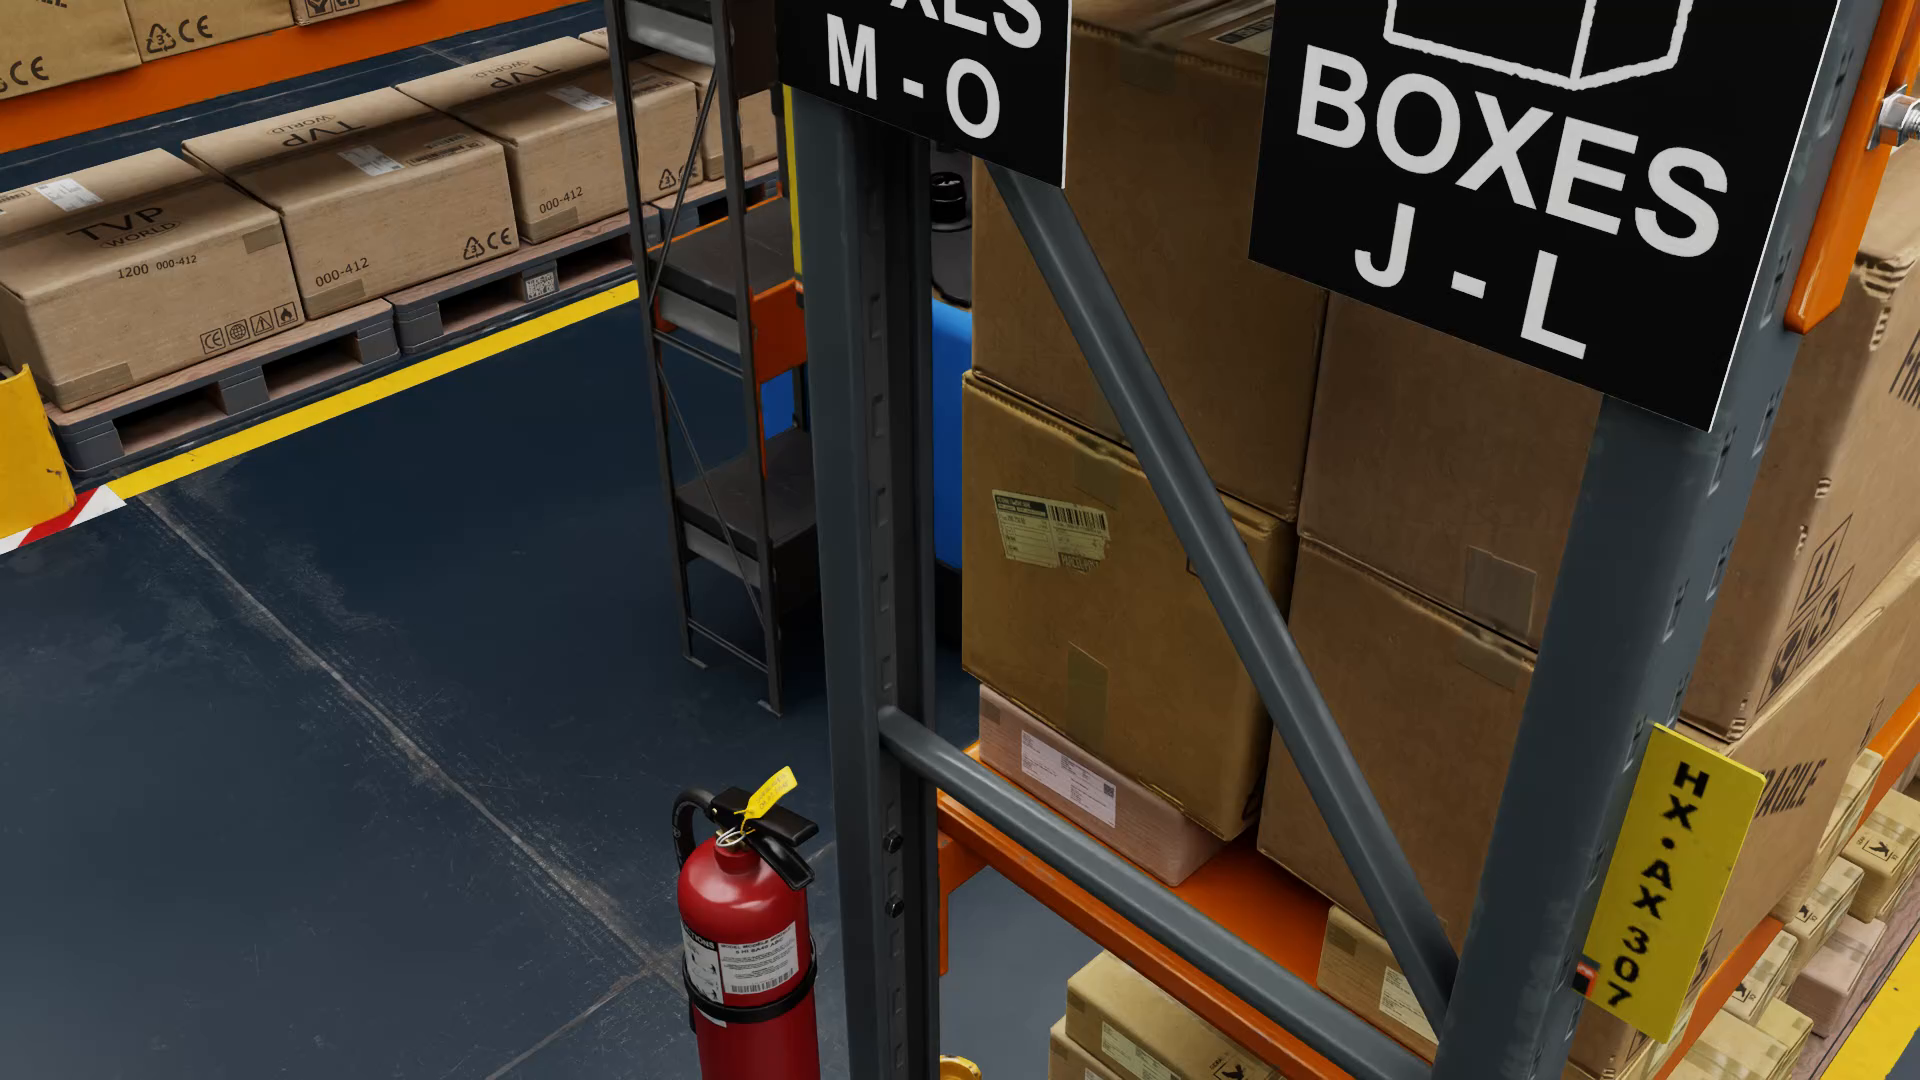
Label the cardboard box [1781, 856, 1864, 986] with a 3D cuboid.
[{"bbox_3d":[1.523,0.662,3.283,0.250,0.149,0.380,-28,44,-34],"label":"cardboard box"}]

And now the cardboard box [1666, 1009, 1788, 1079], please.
[{"bbox_3d":[1.205,0.905,2.935,0.380,0.149,0.250,29,44,35],"label":"cardboard box"}]

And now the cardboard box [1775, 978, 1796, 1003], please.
[{"bbox_3d":[1.480,0.908,3.451,0.380,0.149,0.250,30,45,35],"label":"cardboard box"}]

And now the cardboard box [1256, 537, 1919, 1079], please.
[{"bbox_3d":[0.730,0.205,1.987,0.500,0.500,0.500,-28,43,-34],"label":"cardboard box"}]

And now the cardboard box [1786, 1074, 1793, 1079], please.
[{"bbox_3d":[1.368,1.050,3.248,0.250,0.149,0.380,-29,44,-35],"label":"cardboard box"}]

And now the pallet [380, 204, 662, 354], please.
[{"bbox_3d":[-1.999,-1.220,6.816,1.003,0.211,1.213,30,45,35],"label":"pallet"}]

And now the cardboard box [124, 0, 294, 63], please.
[{"bbox_3d":[-2.488,-1.852,5.196,0.500,0.500,0.500,29,44,35],"label":"cardboard box"}]

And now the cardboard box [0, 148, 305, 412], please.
[{"bbox_3d":[-2.972,-0.945,5.855,0.875,0.438,0.875,28,44,34],"label":"cardboard box"}]

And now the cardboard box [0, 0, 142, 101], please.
[{"bbox_3d":[-2.824,-1.635,4.885,0.500,0.500,0.500,29,44,35],"label":"cardboard box"}]

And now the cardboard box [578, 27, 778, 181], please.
[{"bbox_3d":[-1.067,-2.049,7.438,0.875,0.438,0.875,29,44,35],"label":"cardboard box"}]

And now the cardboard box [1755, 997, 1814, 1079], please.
[{"bbox_3d":[1.369,0.921,3.173,0.250,0.149,0.380,-28,44,-34],"label":"cardboard box"}]

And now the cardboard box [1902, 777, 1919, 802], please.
[{"bbox_3d":[2.066,0.451,3.846,0.380,0.149,0.250,27,43,33],"label":"cardboard box"}]

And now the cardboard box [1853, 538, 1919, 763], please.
[{"bbox_3d":[1.089,-0.023,2.313,0.500,0.500,0.500,30,45,35],"label":"cardboard box"}]

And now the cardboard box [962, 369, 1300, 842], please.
[{"bbox_3d":[0.352,-0.010,2.295,0.500,0.500,0.500,-29,44,-35],"label":"cardboard box"}]

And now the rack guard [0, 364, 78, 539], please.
[{"bbox_3d":[-3.383,-0.480,5.502,1.175,0.500,0.348,30,45,35],"label":"rack guard"}]

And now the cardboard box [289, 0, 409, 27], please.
[{"bbox_3d":[-2.117,-2.051,5.482,0.500,0.500,0.500,29,44,35],"label":"cardboard box"}]

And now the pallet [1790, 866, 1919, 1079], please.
[{"bbox_3d":[1.728,0.743,4.000,1.003,0.211,1.213,30,45,35],"label":"pallet"}]

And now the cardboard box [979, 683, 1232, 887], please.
[{"bbox_3d":[0.247,0.295,2.424,0.380,0.149,0.250,30,45,35],"label":"cardboard box"}]

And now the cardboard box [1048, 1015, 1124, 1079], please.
[{"bbox_3d":[0.387,0.984,3.081,0.380,0.149,0.250,28,44,34],"label":"cardboard box"}]

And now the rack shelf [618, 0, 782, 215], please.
[{"bbox_3d":[-0.476,-1.117,3.817,0.431,0.518,0.480,27,43,33],"label":"rack shelf"}]

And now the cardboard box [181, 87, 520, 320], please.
[{"bbox_3d":[-2.333,-1.320,6.393,0.875,0.438,0.875,-29,44,-34],"label":"cardboard box"}]

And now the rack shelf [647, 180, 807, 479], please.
[{"bbox_3d":[-0.476,-0.543,4.217,0.431,0.518,0.480,27,43,33],"label":"rack shelf"}]

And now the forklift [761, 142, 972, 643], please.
[{"bbox_3d":[0.699,-1.655,5.061,1.130,2.935,3.031,27,43,33],"label":"forklift"}]

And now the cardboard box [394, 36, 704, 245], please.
[{"bbox_3d":[-1.697,-1.685,6.917,0.875,0.438,0.875,28,44,34],"label":"cardboard box"}]

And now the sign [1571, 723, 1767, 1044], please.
[{"bbox_3d":[0.603,0.302,1.438,0.100,0.325,0.005,30,45,35],"label":"sign"}]

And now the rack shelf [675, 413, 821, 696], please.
[{"bbox_3d":[-0.476,0.031,4.618,0.431,0.518,0.480,27,43,33],"label":"rack shelf"}]

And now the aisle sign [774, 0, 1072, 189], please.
[{"bbox_3d":[-0.047,-0.719,1.386,0.394,0.787,0.004,30,45,35],"label":"aisle sign"}]

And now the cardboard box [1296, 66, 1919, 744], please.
[{"bbox_3d":[0.722,-0.210,1.707,0.500,0.500,0.500,29,44,35],"label":"cardboard box"}]

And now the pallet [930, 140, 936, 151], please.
[{"bbox_3d":[-0.058,-2.339,8.419,1.003,0.211,1.213,30,45,35],"label":"pallet"}]

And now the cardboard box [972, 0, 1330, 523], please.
[{"bbox_3d":[0.363,-0.420,2.009,0.500,0.500,0.500,29,44,34],"label":"cardboard box"}]

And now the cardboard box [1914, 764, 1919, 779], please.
[{"bbox_3d":[2.103,0.376,3.693,0.380,0.149,0.250,28,44,34],"label":"cardboard box"}]

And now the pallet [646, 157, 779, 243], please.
[{"bbox_3d":[-1.139,-1.718,7.529,1.003,0.211,1.213,30,45,35],"label":"pallet"}]

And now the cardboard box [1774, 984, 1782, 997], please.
[{"bbox_3d":[1.489,0.775,3.382,0.380,0.149,0.250,27,43,33],"label":"cardboard box"}]

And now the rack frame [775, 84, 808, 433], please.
[{"bbox_3d":[-0.315,-0.659,4.359,0.400,2.100,0.015,27,43,33],"label":"rack frame"}]

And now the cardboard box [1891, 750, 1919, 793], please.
[{"bbox_3d":[1.850,0.433,3.612,0.380,0.149,0.250,30,45,35],"label":"cardboard box"}]

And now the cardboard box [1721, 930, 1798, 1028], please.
[{"bbox_3d":[1.321,0.771,3.127,0.380,0.149,0.250,27,43,33],"label":"cardboard box"}]

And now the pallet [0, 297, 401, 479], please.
[{"bbox_3d":[-2.859,-0.728,6.109,1.003,0.211,1.213,30,45,35],"label":"pallet"}]

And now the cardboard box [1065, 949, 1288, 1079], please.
[{"bbox_3d":[0.411,0.875,2.979,0.250,0.149,0.380,-29,44,-35],"label":"cardboard box"}]

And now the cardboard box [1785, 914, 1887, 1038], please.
[{"bbox_3d":[1.718,0.842,3.546,0.380,0.149,0.250,27,43,33],"label":"cardboard box"}]

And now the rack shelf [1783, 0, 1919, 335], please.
[{"bbox_3d":[1.627,-1.308,2.511,1.077,0.370,4.000,30,45,35],"label":"rack shelf"}]

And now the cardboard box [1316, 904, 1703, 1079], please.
[{"bbox_3d":[0.678,0.542,2.070,0.380,0.149,0.250,29,44,35],"label":"cardboard box"}]

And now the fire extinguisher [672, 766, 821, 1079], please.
[{"bbox_3d":[-0.287,0.540,2.248,0.296,0.674,0.183,30,45,35],"label":"fire extinguisher"}]

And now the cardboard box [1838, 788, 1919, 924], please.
[{"bbox_3d":[1.741,0.574,3.410,0.250,0.149,0.380,-29,44,-35],"label":"cardboard box"}]

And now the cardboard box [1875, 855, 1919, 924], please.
[{"bbox_3d":[1.894,0.719,3.722,0.380,0.149,0.250,30,45,35],"label":"cardboard box"}]

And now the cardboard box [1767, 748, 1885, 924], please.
[{"bbox_3d":[1.056,0.335,2.367,0.380,0.149,0.250,28,44,34],"label":"cardboard box"}]

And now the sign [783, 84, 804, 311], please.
[{"bbox_3d":[-0.162,-0.398,1.910,0.100,0.325,0.005,30,45,35],"label":"sign"}]

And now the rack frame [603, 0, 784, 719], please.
[{"bbox_3d":[-0.638,-0.450,4.059,0.400,2.100,0.015,27,43,33],"label":"rack frame"}]

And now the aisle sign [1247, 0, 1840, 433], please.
[{"bbox_3d":[0.379,-0.477,1.039,0.394,0.787,0.004,30,45,35],"label":"aisle sign"}]

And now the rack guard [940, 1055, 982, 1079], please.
[{"bbox_3d":[0.271,1.433,2.758,1.175,0.500,0.348,30,45,35],"label":"rack guard"}]

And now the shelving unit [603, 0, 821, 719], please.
[{"bbox_3d":[-0.476,-0.554,4.209,0.431,2.100,0.503,27,43,33],"label":"shelving unit"}]

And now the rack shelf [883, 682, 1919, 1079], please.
[{"bbox_3d":[1.627,-0.078,3.369,1.077,0.370,4.000,30,45,35],"label":"rack shelf"}]
